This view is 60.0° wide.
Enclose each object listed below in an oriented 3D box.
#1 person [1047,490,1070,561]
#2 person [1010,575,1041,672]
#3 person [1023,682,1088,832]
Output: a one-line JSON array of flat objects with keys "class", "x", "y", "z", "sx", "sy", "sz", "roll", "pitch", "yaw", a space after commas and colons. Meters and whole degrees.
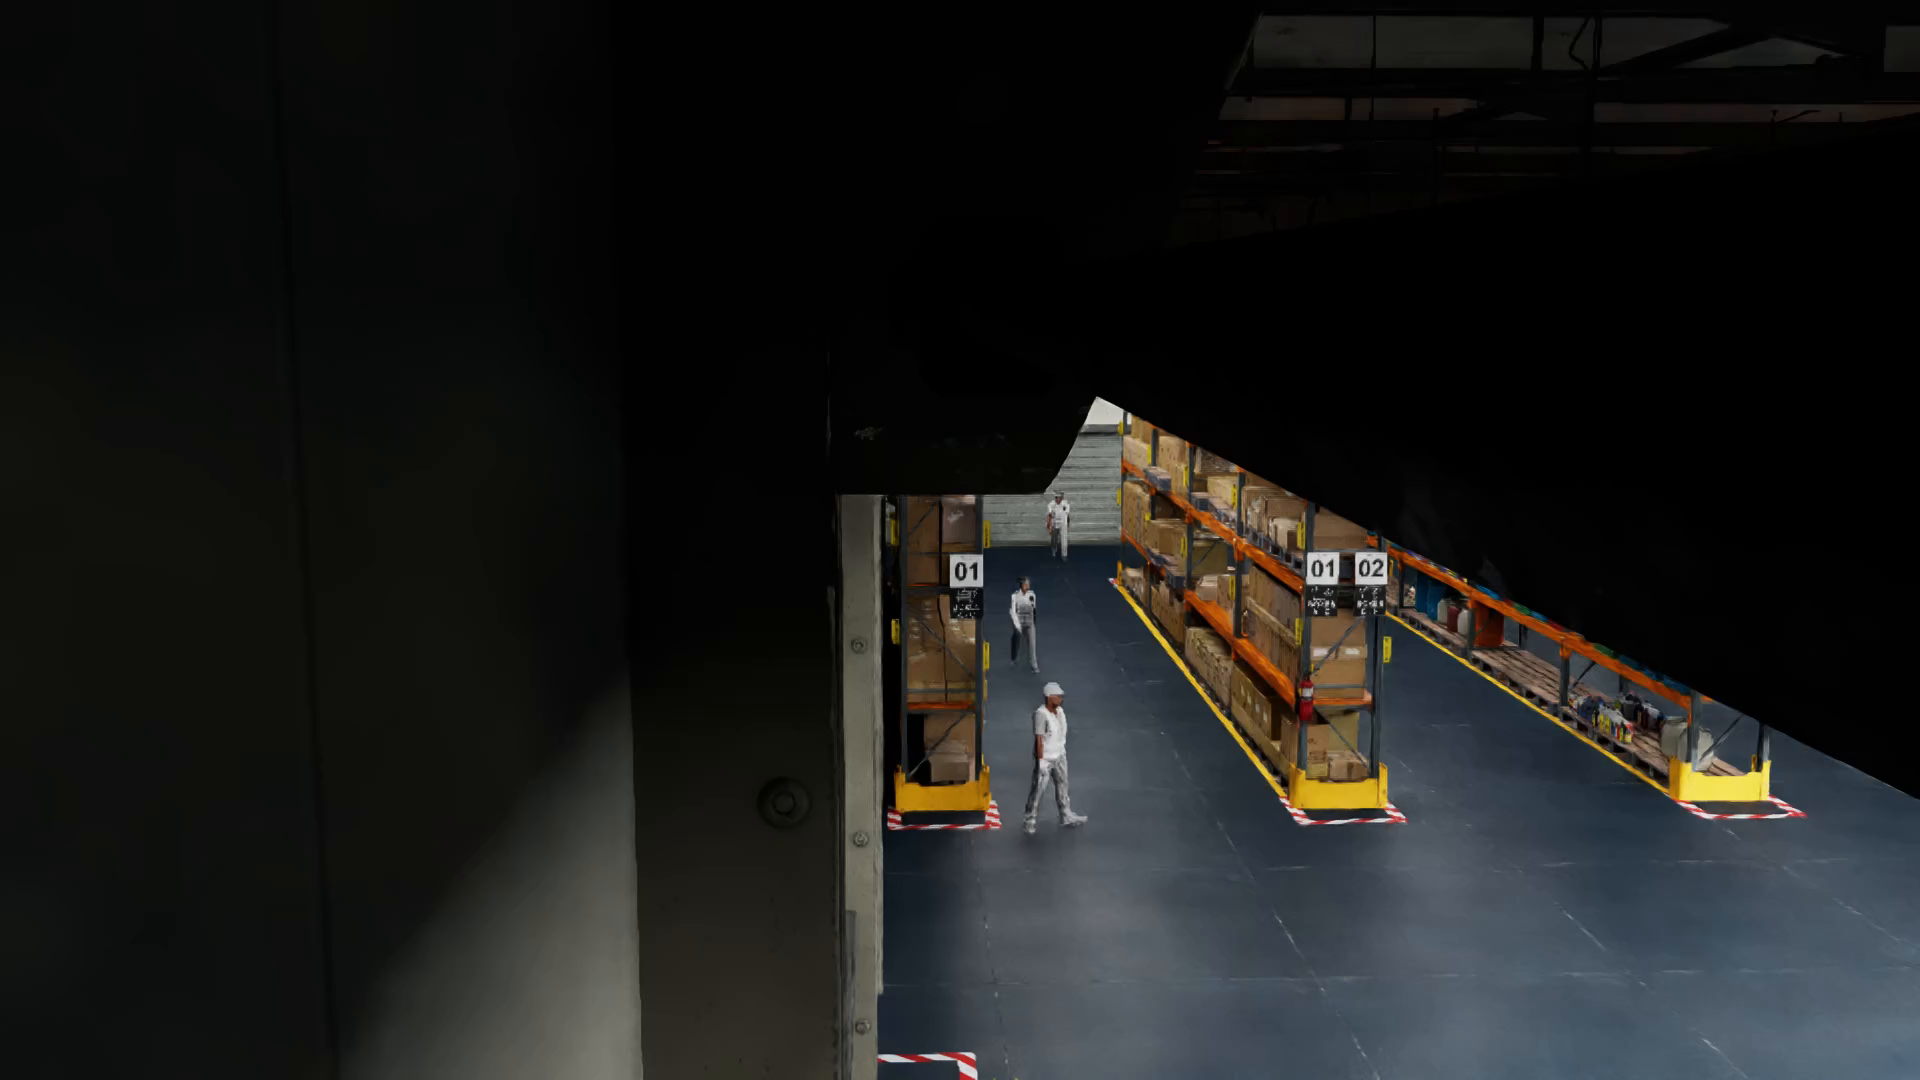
[{"class": "person", "x": 2.348, "y": -0.374, "z": 39.709, "sx": 0.542, "sy": 1.661, "sz": 1.126, "roll": 0, "pitch": 8, "yaw": 0}, {"class": "person", "x": 1.068, "y": 1.380, "z": 28.094, "sx": 0.483, "sy": 1.621, "sz": 0.993, "roll": -2, "pitch": 9, "yaw": -10}, {"class": "person", "x": 1.105, "y": 2.547, "z": 19.700, "sx": 0.567, "sy": 1.775, "sz": 0.738, "roll": 6, "pitch": 10, "yaw": 35}]
